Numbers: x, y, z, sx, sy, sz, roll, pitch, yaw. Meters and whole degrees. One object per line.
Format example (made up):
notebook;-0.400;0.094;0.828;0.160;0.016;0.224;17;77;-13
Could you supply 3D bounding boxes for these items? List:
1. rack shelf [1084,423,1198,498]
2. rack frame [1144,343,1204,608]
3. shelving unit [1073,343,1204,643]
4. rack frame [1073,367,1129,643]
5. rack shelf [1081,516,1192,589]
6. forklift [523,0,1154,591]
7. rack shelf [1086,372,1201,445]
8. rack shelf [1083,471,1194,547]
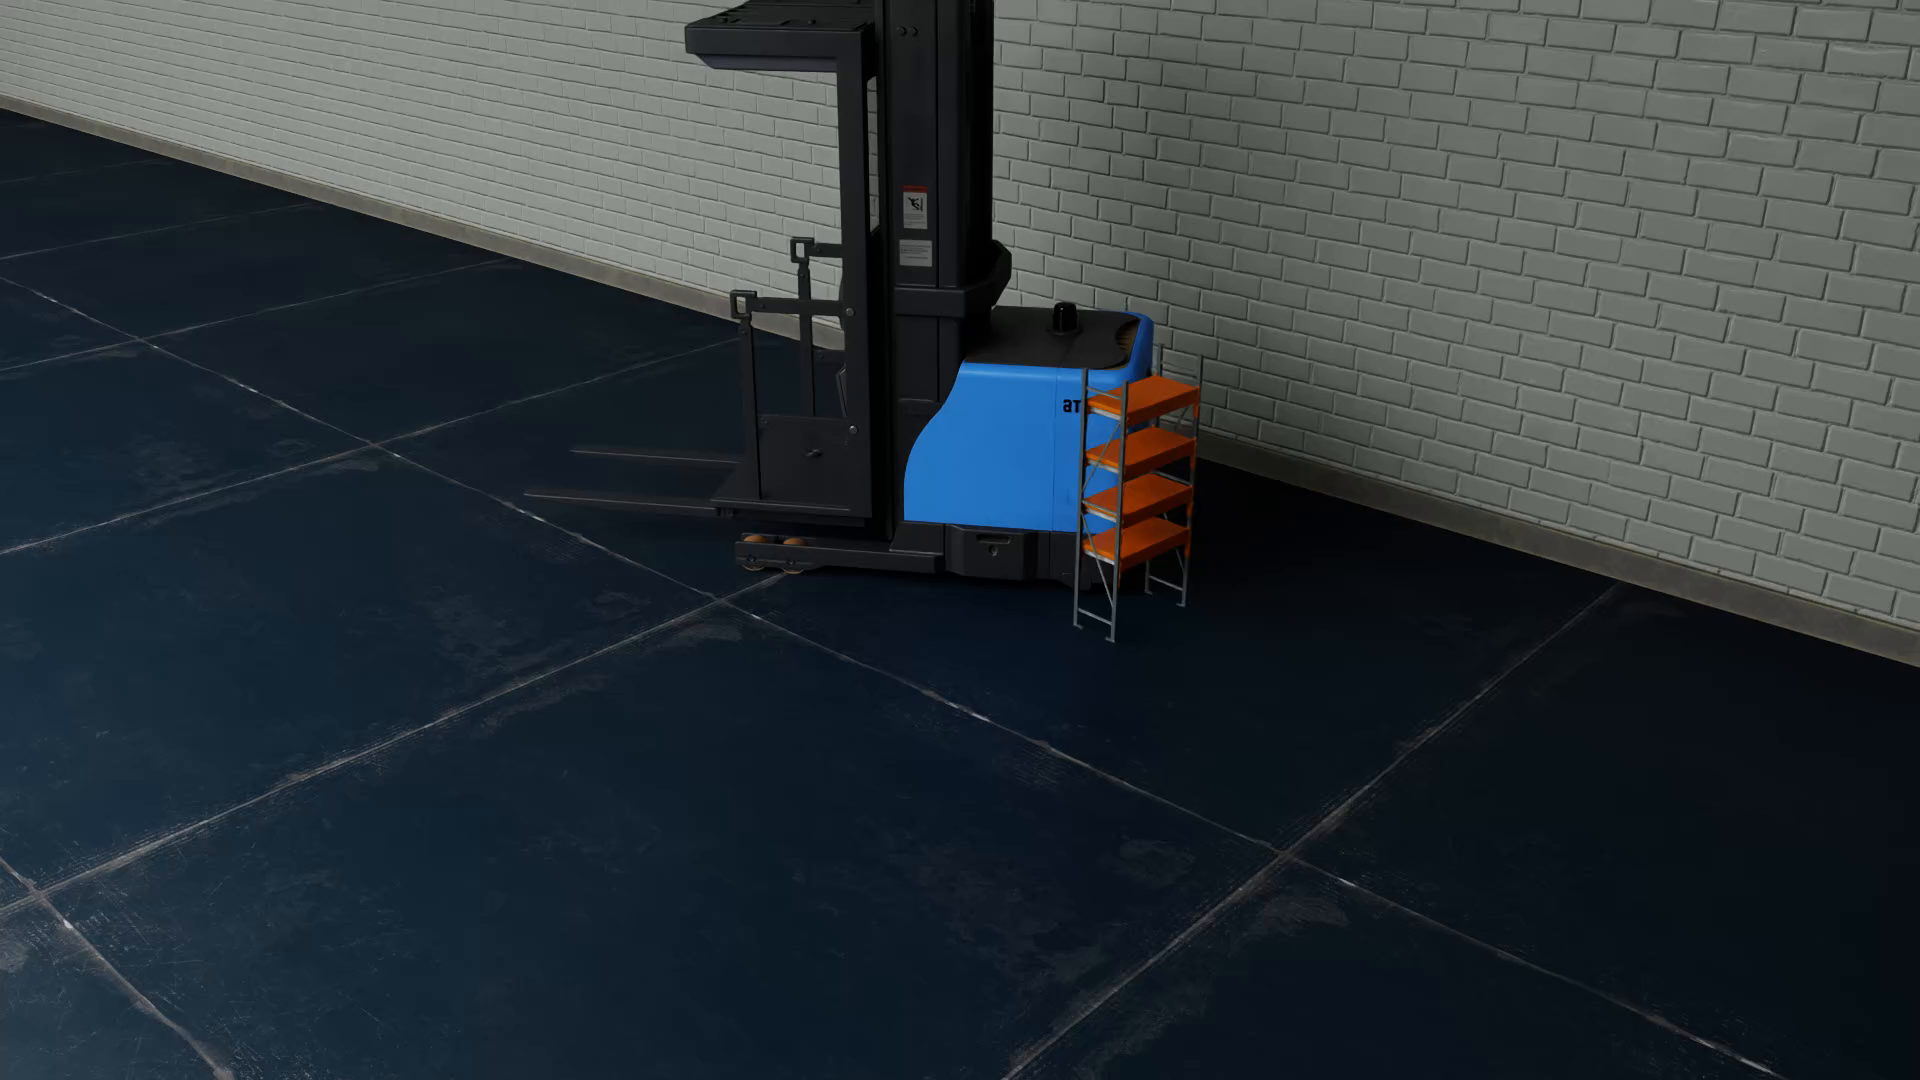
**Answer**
rack shelf;0.772;-0.347;7.174;0.480;0.148;0.258;-22;32;-39
rack frame;0.946;-0.274;7.394;0.015;1.200;0.240;-22;32;-39
shelving unit;0.771;-0.205;7.239;0.503;1.200;0.258;-22;32;-39
rack frame;0.596;-0.135;7.084;0.015;1.200;0.240;-22;32;-39
rack shelf;0.770;0.037;7.348;0.480;0.148;0.258;-22;32;-39
forklift;-0.613;-1.383;7.752;3.031;2.935;1.130;4;25;9
rack shelf;0.772;-0.563;7.077;0.480;0.148;0.258;-22;32;-39
rack shelf;0.771;-0.144;7.266;0.480;0.148;0.258;-22;32;-39
